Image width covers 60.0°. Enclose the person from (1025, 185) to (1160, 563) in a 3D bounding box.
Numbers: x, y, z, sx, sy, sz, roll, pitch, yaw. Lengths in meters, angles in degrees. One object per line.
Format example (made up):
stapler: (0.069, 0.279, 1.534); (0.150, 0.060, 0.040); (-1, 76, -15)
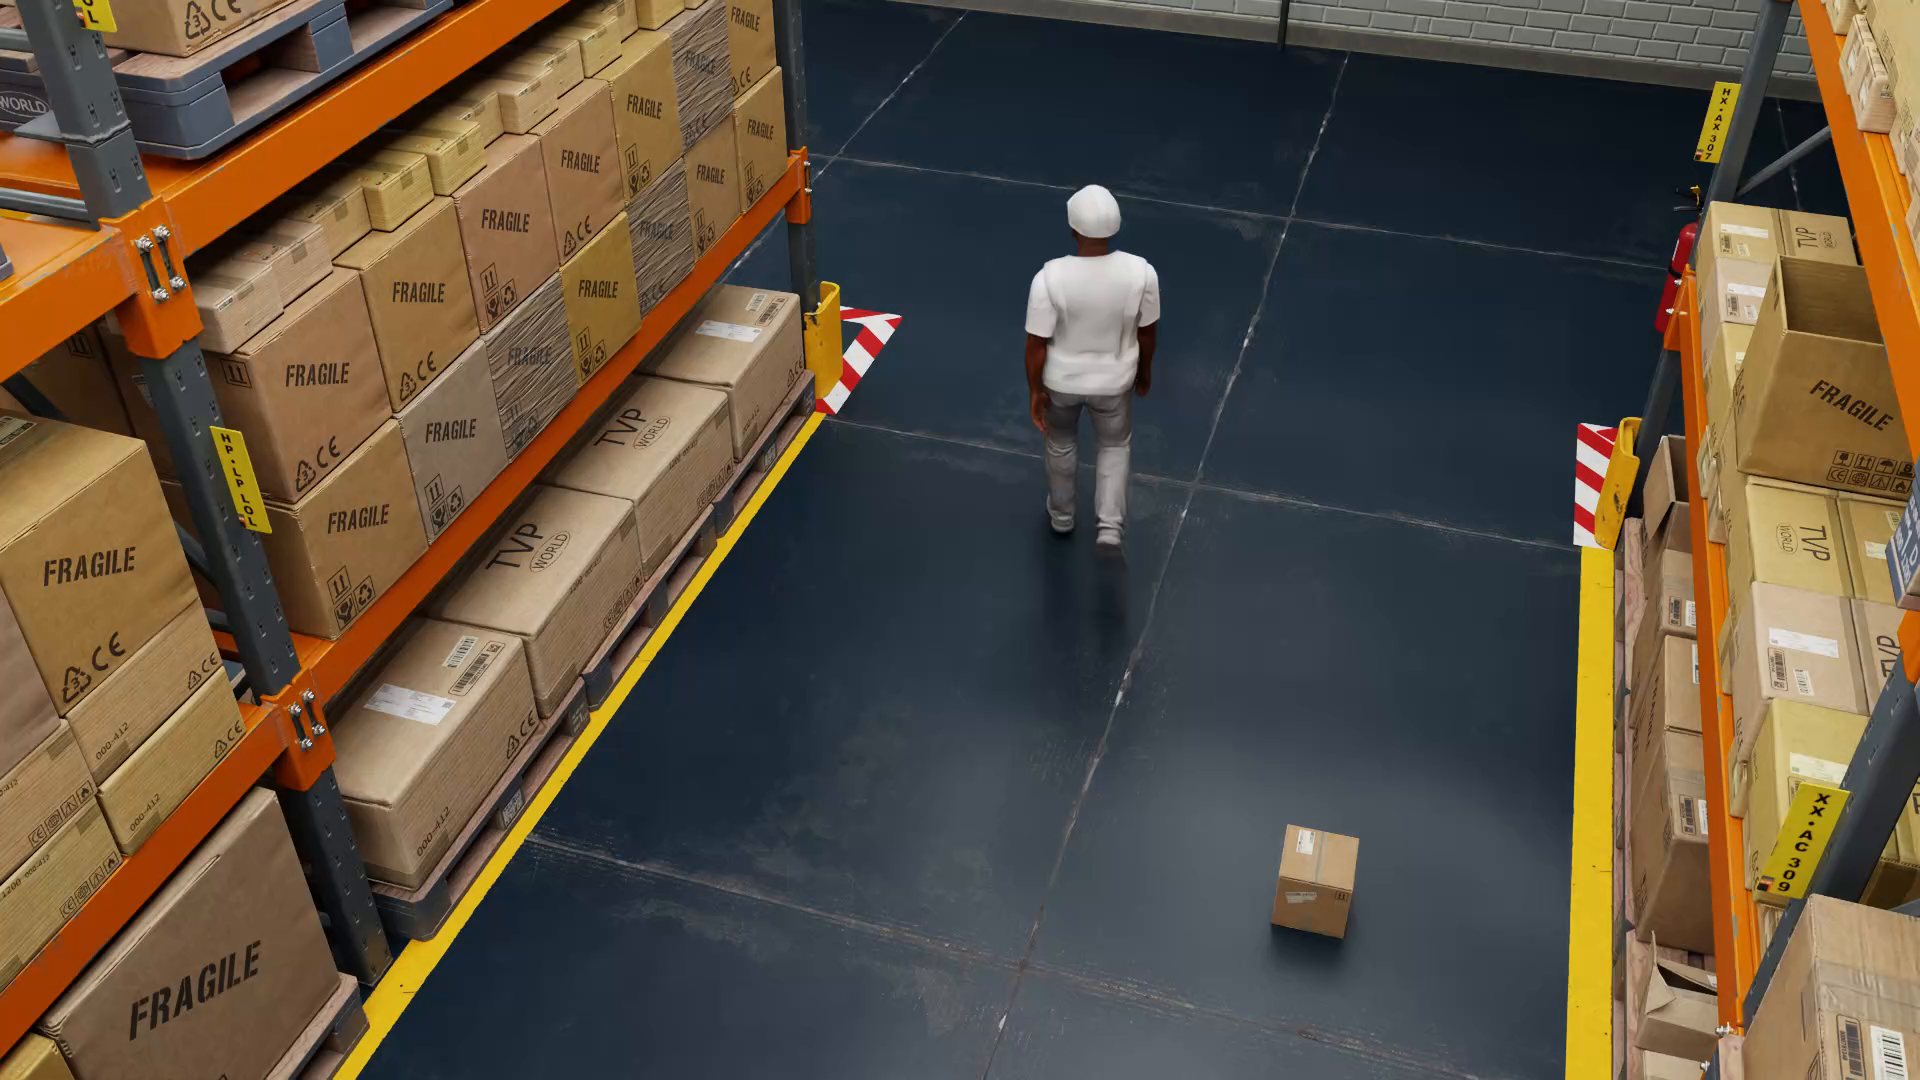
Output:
person: (0.546, -0.677, 7.009); (0.558, 1.741, 0.780); (0, 37, 0)
